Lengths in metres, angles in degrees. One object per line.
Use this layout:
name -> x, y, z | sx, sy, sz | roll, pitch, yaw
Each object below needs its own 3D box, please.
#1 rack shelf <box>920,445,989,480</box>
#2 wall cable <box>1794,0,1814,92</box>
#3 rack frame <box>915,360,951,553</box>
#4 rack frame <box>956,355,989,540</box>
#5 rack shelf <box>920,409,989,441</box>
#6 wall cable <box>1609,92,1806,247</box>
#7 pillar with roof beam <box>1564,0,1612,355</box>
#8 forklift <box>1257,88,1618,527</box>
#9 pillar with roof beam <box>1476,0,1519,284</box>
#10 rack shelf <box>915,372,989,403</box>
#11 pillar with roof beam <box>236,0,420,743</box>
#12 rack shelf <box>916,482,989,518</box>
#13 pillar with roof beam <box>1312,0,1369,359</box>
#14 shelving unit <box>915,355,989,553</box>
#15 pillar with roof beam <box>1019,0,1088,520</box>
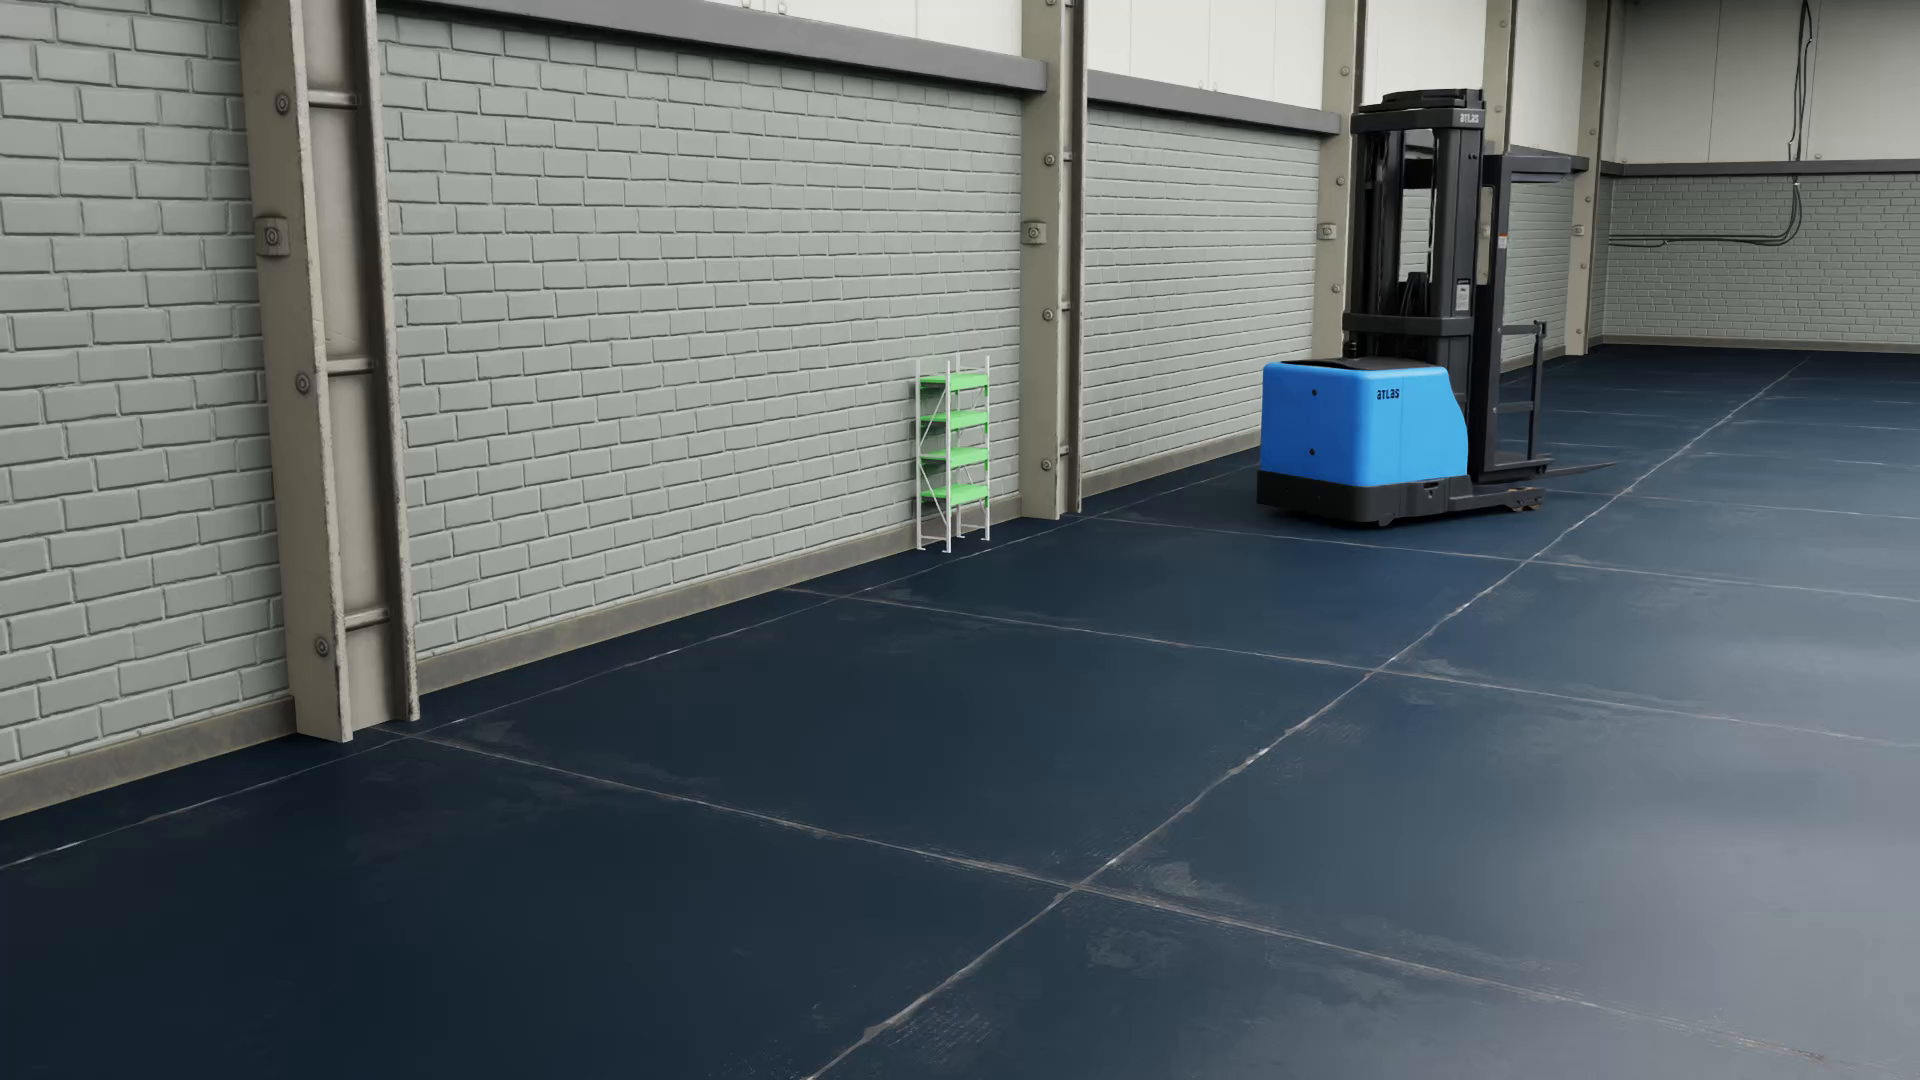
rack shelf -> -0.043, -0.497, 10.607 | 0.258, 0.148, 0.480 | 6, 12, 30
wall cable -> 14.958, -8.475, 26.400 | 3.097, 2.526, 0.112 | 6, 12, 31
rack frame -> -0.168, -0.521, 10.389 | 0.240, 1.200, 0.015 | 6, 12, 30
rack frame -> 0.081, -0.598, 10.801 | 0.240, 1.200, 0.015 | 6, 12, 30
rack shelf -> -0.044, -0.733, 10.563 | 0.258, 0.148, 0.480 | 6, 12, 30
wall cable -> 12.646, -6.251, 28.245 | 3.097, 2.526, 0.112 | 6, 12, 31
pillar with roof beam -> 13.666, -7.029, 23.962 | 9.100, 9.000, 0.400 | 6, 12, 31
forklift -> 3.635, -1.715, 12.063 | 3.031, 2.935, 1.130 | -7, 13, -33
pillar with roof beam -> 10.550, -6.086, 18.922 | 9.100, 9.000, 0.400 | 6, 12, 31
rack shelf -> -0.045, -0.969, 10.519 | 0.258, 0.148, 0.480 | 6, 12, 30
pillar with roof beam -> 1.205, -3.255, 3.801 | 9.100, 9.000, 0.400 | 6, 12, 31
rack shelf -> -0.042, -0.261, 10.650 | 0.258, 0.148, 0.480 | 6, 12, 30
pillar with roof beam -> 7.435, -5.142, 13.881 | 9.100, 9.000, 0.400 | 6, 12, 31
shelving unit -> -0.044, -0.560, 10.595 | 0.258, 1.200, 0.503 | 6, 12, 30
pillar with roof beam -> 4.320, -4.199, 8.841 | 9.100, 9.000, 0.400 | 6, 12, 31
